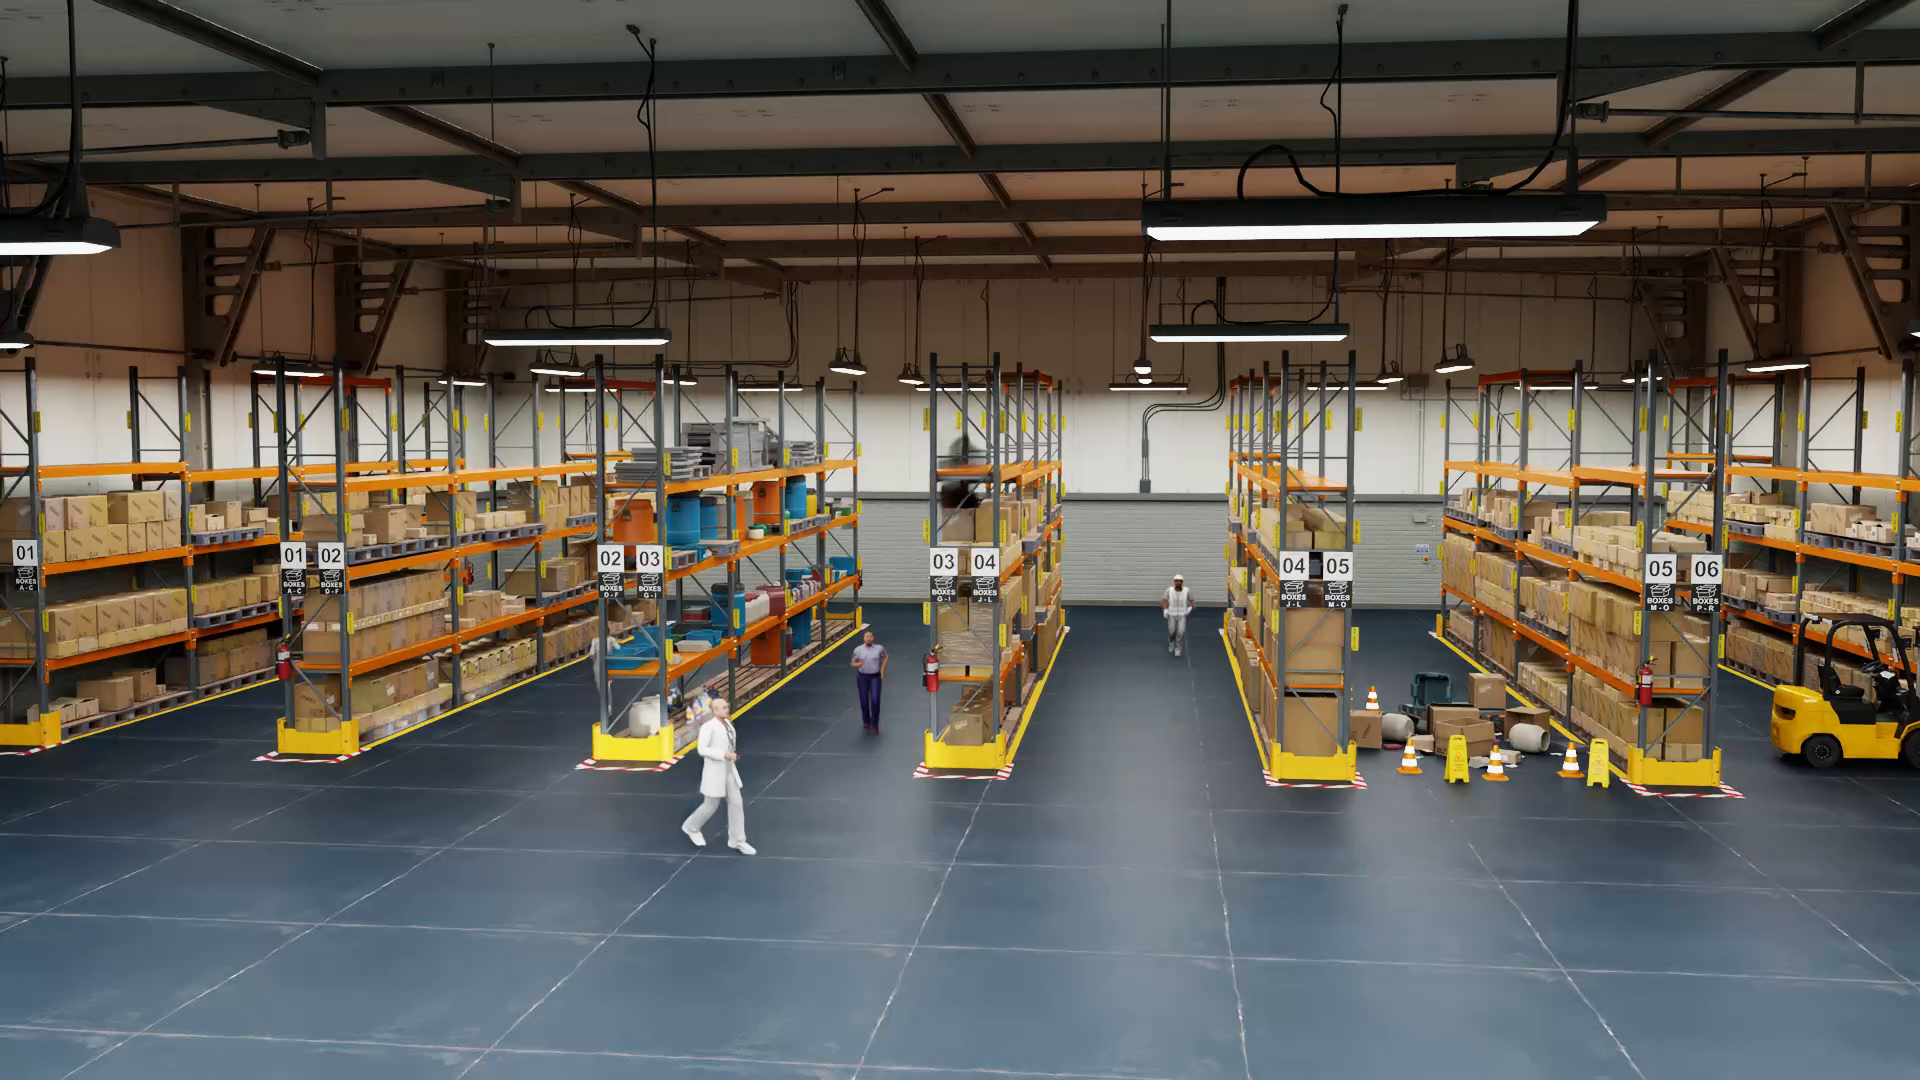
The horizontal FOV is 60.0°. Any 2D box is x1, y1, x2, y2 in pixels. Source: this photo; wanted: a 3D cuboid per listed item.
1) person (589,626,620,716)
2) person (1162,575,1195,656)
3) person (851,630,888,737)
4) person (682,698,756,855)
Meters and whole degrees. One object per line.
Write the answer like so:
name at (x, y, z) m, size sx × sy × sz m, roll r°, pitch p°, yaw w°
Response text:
person at (-6.053, 2.210, 28.248) m, size 0.516 × 1.588 × 0.608 m, roll 0°, pitch 4°, yaw 4°
person at (4.683, 1.613, 35.609) m, size 0.694 × 1.746 × 0.589 m, roll 0°, pitch 4°, yaw 6°
person at (-1.458, 2.294, 26.730) m, size 0.585 × 1.700 × 0.708 m, roll 0°, pitch 4°, yaw 1°
person at (-2.836, 2.737, 19.387) m, size 0.987 × 1.797 × 0.698 m, roll 2°, pitch 5°, yaw 32°
